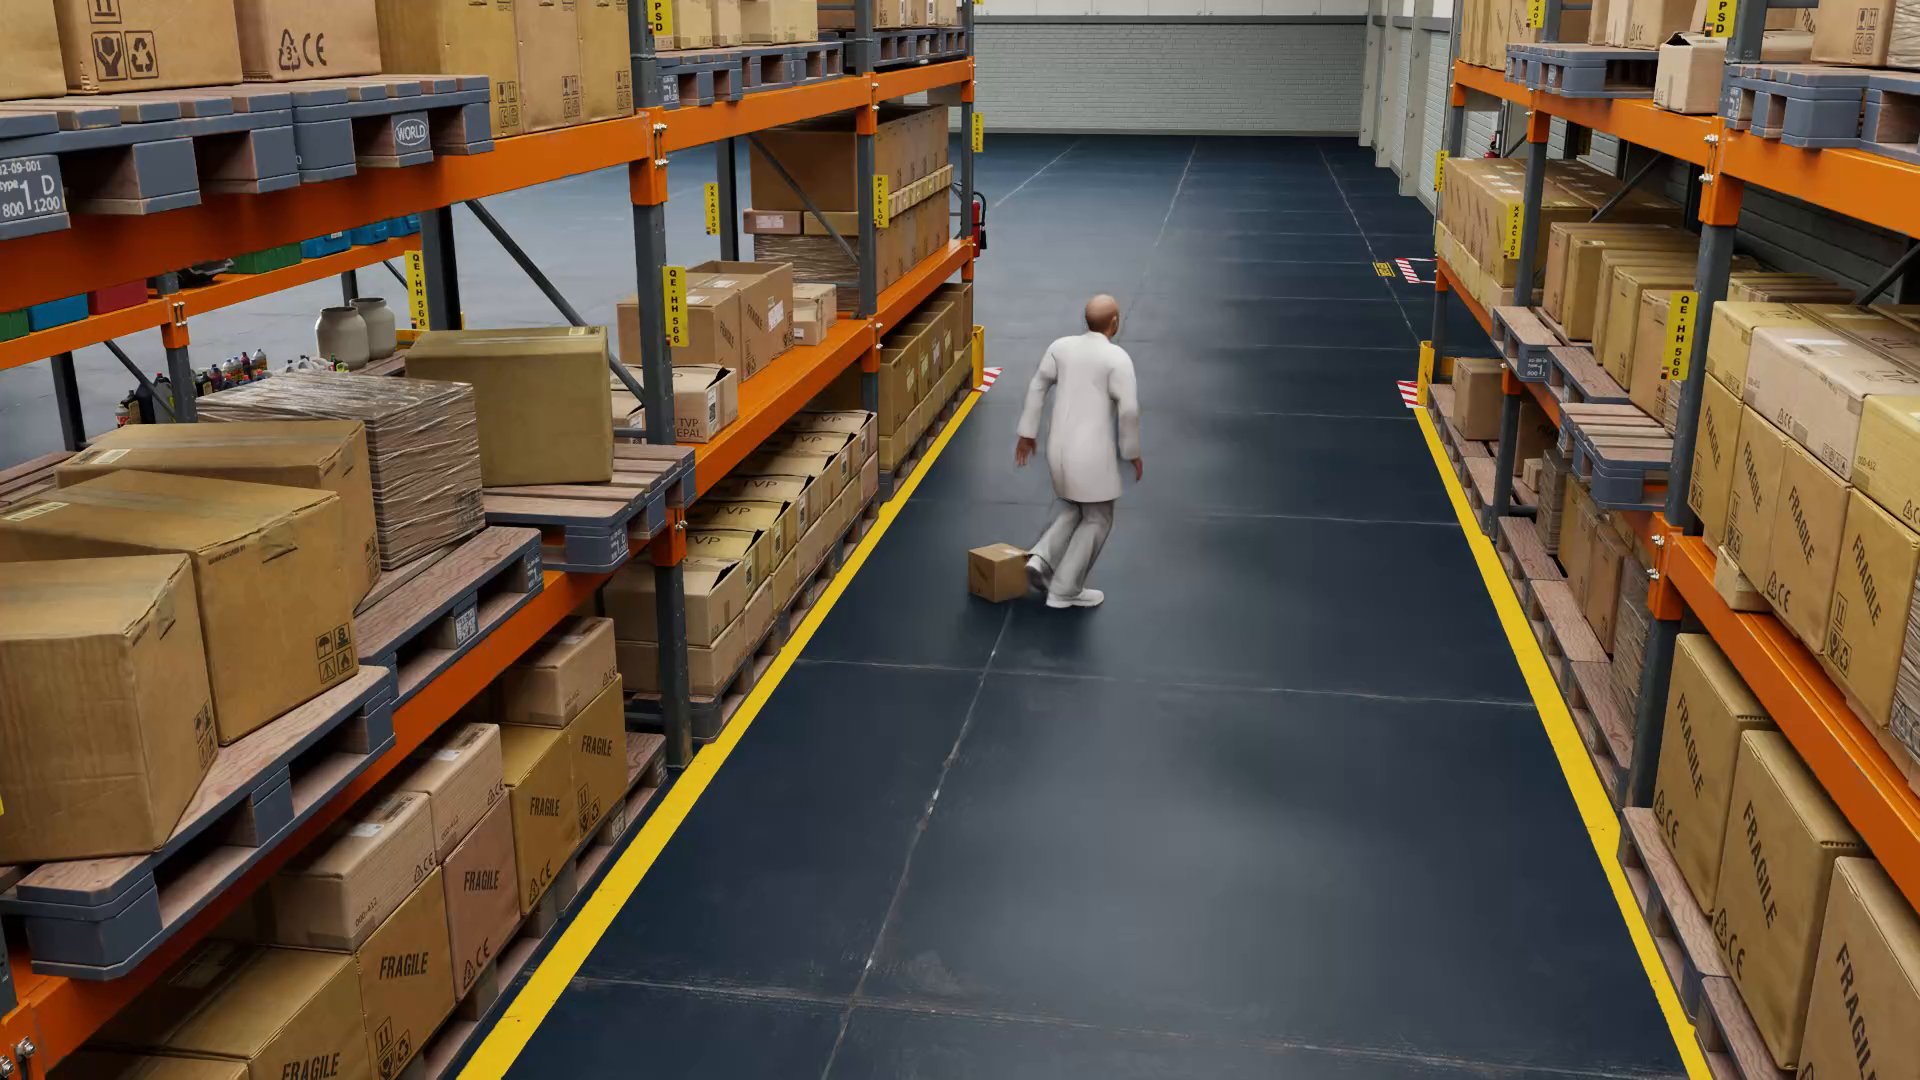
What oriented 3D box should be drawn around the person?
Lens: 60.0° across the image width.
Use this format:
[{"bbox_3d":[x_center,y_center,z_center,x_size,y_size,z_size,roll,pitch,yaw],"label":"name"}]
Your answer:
[{"bbox_3d":[0.628,-0.482,9.194,0.615,1.721,0.733,-15,23,-39],"label":"person"}]
